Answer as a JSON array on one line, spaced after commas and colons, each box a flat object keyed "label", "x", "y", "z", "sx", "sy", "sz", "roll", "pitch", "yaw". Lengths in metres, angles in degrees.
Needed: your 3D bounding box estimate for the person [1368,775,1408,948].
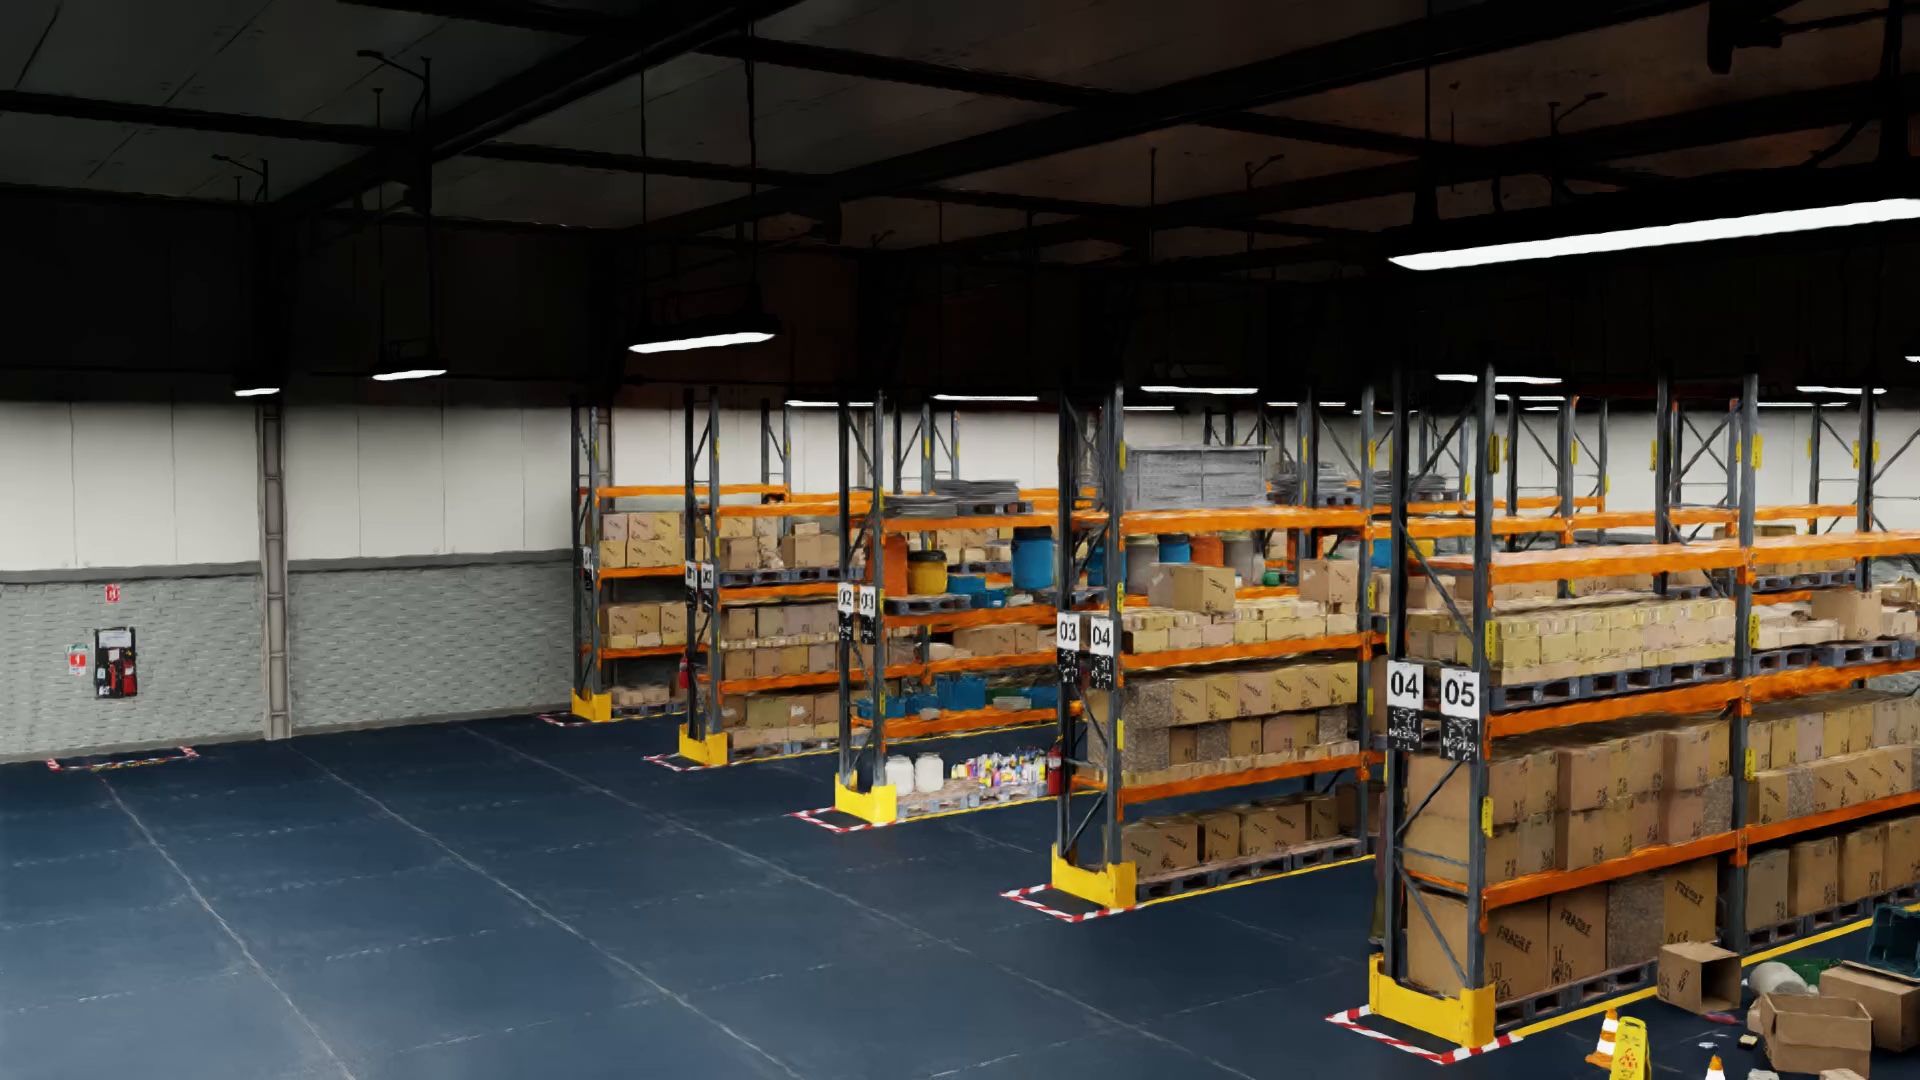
[{"label": "person", "x": 4.464, "y": 3.237, "z": 16.982, "sx": 0.514, "sy": 1.781, "sz": 0.638, "roll": 2, "pitch": 4, "yaw": 25}]
